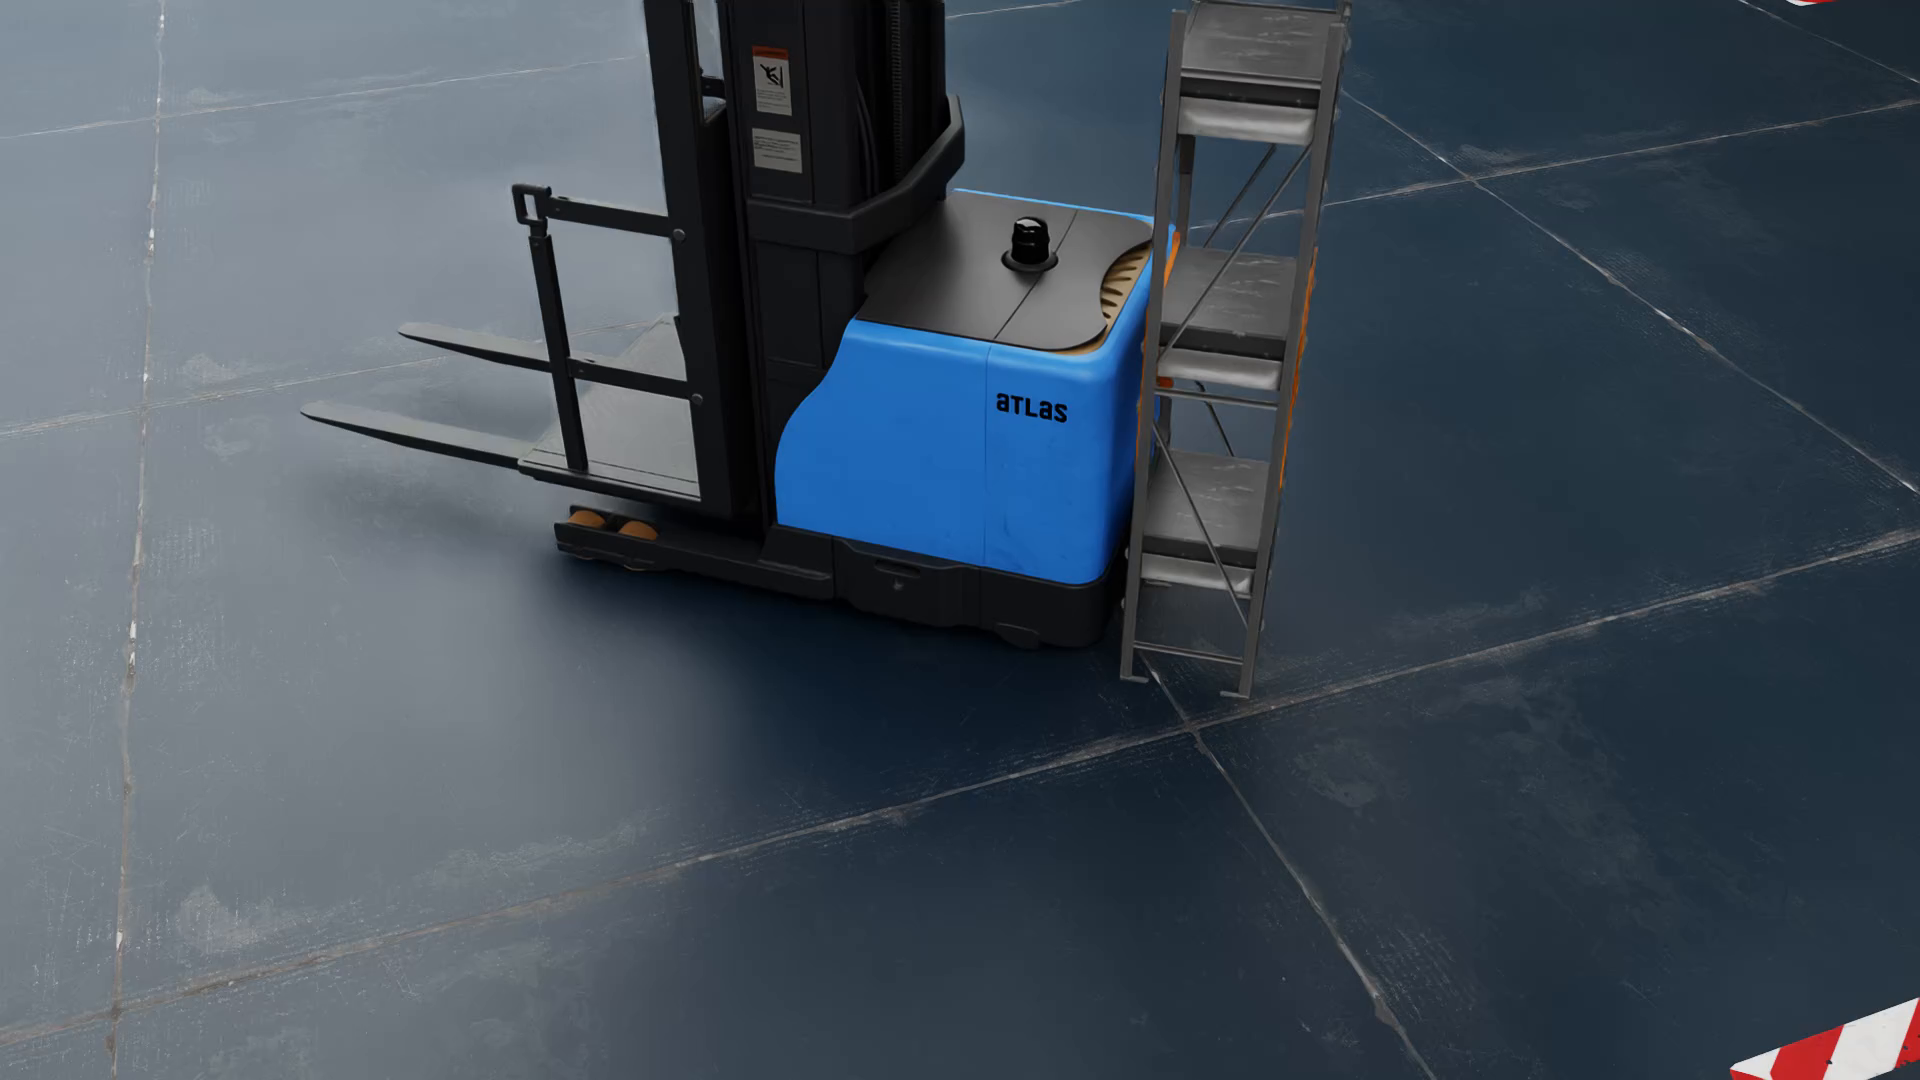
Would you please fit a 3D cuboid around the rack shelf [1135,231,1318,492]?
[{"bbox_3d":[0.753,-0.511,4.705,0.431,0.518,0.480,9,38,11],"label":"rack shelf"}]

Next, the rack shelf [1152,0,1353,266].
[{"bbox_3d":[0.753,-1.070,4.284,0.431,0.518,0.480,9,38,11],"label":"rack shelf"}]

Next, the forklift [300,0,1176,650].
[{"bbox_3d":[-0.845,-1.353,5.110,3.031,2.935,1.130,12,39,15],"label":"forklift"}]

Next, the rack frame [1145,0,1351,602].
[{"bbox_3d":[0.813,-0.664,4.886,0.400,2.100,0.015,9,38,11],"label":"rack frame"}]

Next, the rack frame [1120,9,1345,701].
[{"bbox_3d":[0.693,-0.379,4.508,0.400,2.100,0.015,9,38,11],"label":"rack frame"}]

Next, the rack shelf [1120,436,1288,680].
[{"bbox_3d":[0.753,0.048,5.126,0.431,0.518,0.480,9,38,11],"label":"rack shelf"}]

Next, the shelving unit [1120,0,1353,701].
[{"bbox_3d":[0.753,-0.521,4.697,0.431,2.100,0.503,9,38,11],"label":"shelving unit"}]
